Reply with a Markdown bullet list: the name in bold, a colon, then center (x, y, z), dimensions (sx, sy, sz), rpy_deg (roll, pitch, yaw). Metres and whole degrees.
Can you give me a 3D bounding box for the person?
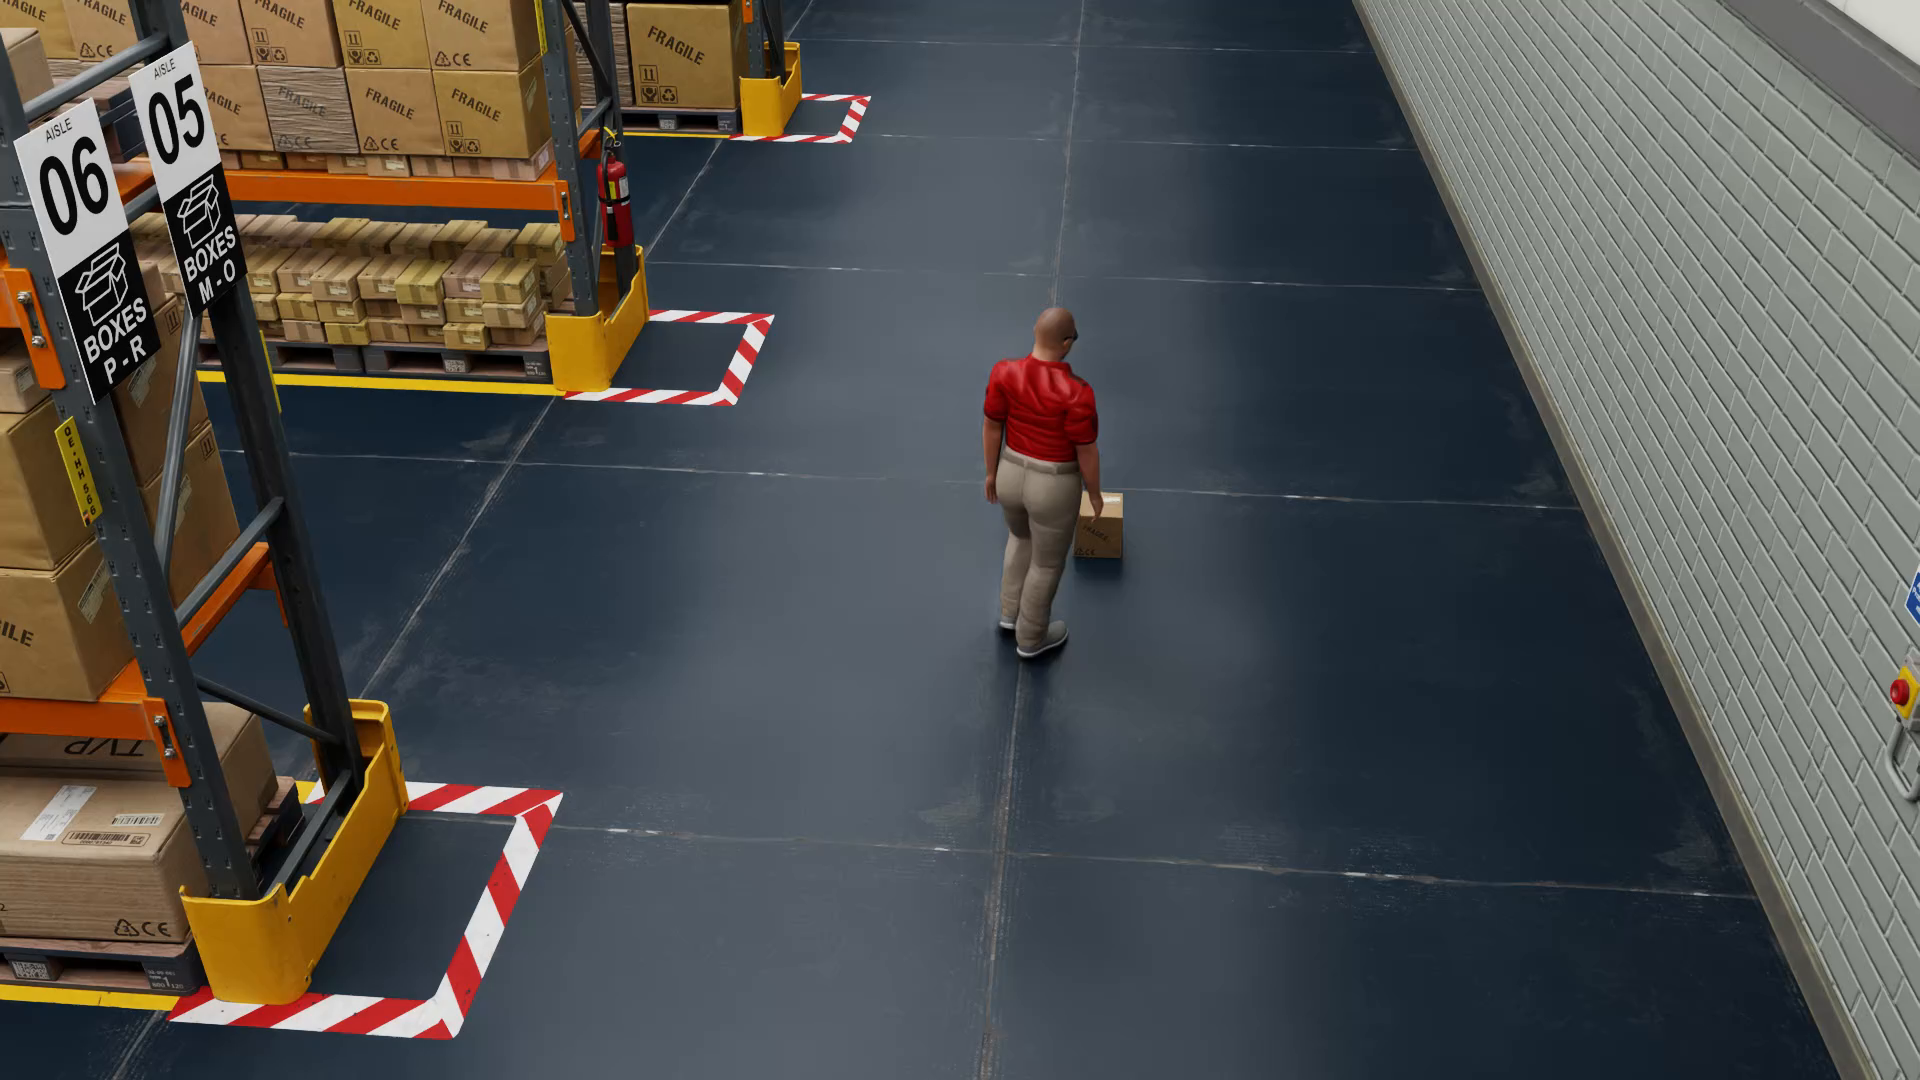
- **person**: center (0.378, -0.218, 7.549), dimensions (0.558, 1.793, 0.372), rpy_deg (21, 38, 30)
